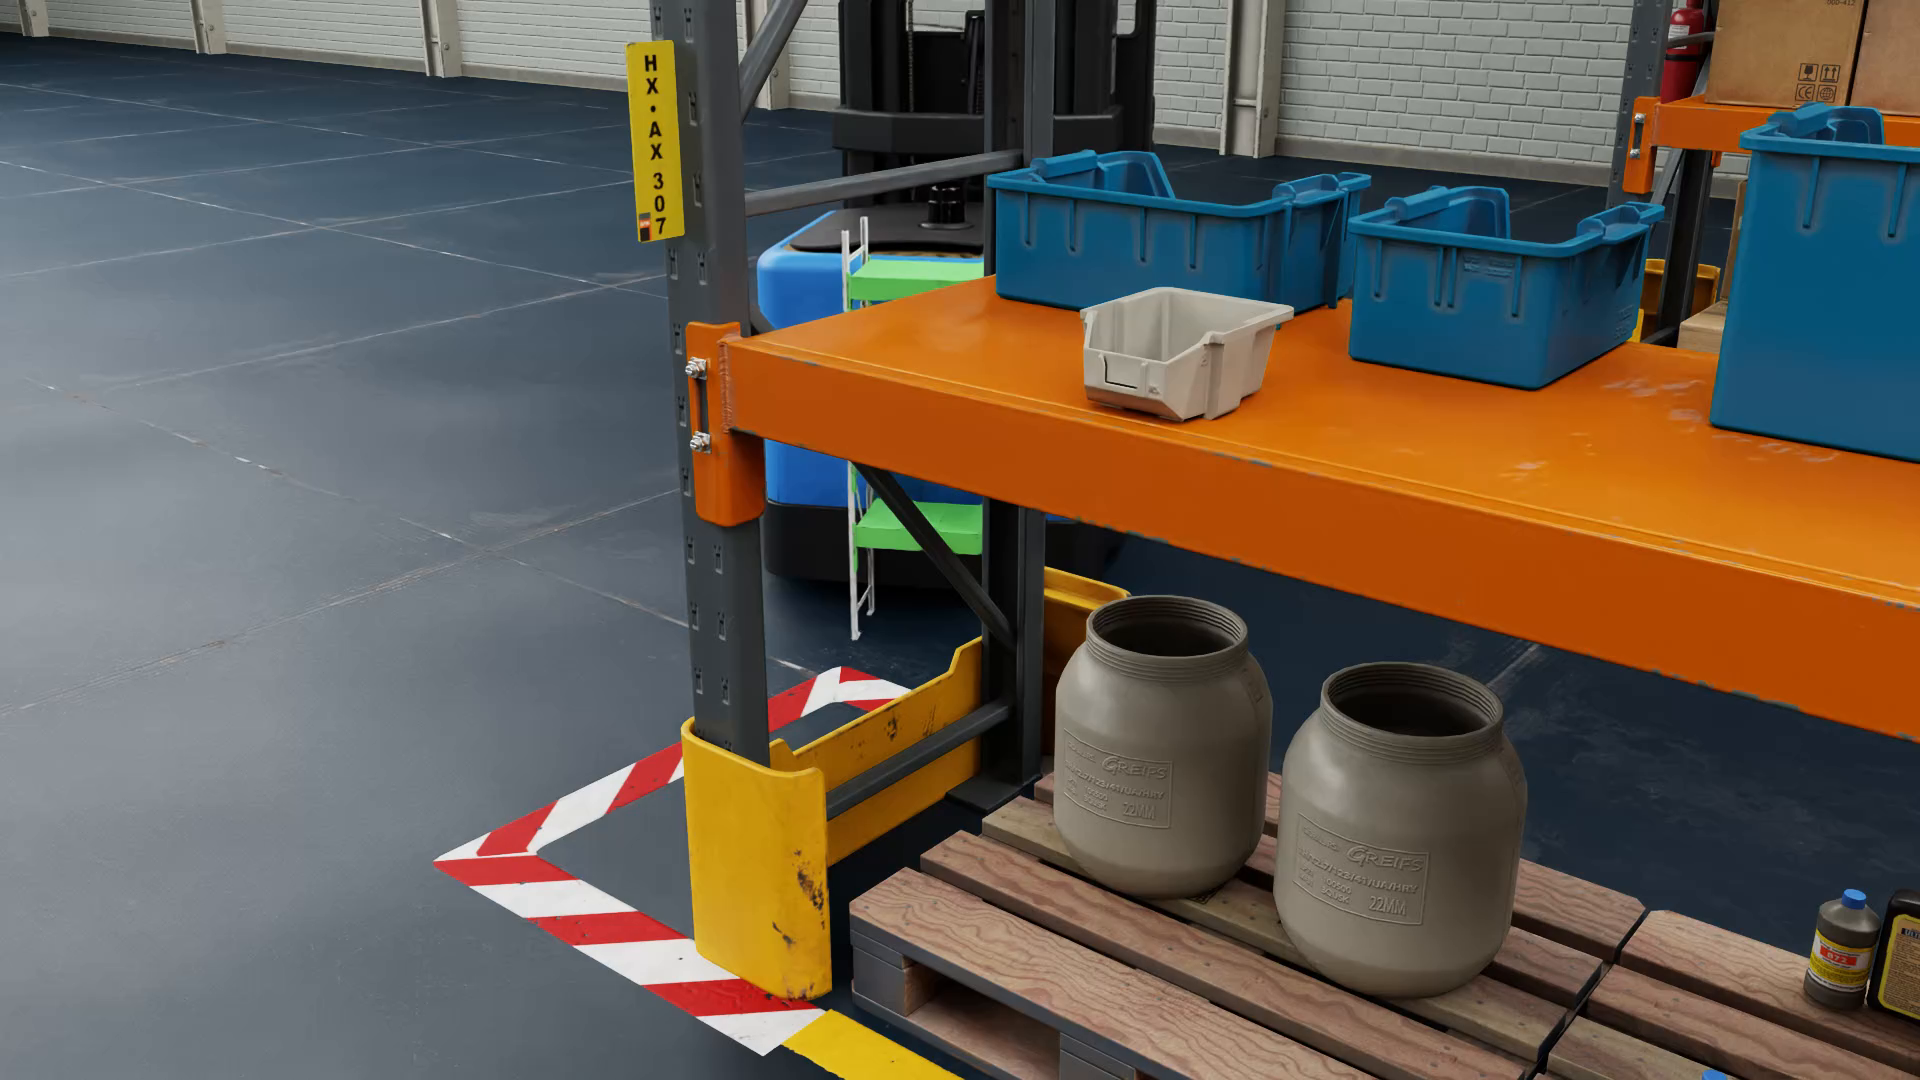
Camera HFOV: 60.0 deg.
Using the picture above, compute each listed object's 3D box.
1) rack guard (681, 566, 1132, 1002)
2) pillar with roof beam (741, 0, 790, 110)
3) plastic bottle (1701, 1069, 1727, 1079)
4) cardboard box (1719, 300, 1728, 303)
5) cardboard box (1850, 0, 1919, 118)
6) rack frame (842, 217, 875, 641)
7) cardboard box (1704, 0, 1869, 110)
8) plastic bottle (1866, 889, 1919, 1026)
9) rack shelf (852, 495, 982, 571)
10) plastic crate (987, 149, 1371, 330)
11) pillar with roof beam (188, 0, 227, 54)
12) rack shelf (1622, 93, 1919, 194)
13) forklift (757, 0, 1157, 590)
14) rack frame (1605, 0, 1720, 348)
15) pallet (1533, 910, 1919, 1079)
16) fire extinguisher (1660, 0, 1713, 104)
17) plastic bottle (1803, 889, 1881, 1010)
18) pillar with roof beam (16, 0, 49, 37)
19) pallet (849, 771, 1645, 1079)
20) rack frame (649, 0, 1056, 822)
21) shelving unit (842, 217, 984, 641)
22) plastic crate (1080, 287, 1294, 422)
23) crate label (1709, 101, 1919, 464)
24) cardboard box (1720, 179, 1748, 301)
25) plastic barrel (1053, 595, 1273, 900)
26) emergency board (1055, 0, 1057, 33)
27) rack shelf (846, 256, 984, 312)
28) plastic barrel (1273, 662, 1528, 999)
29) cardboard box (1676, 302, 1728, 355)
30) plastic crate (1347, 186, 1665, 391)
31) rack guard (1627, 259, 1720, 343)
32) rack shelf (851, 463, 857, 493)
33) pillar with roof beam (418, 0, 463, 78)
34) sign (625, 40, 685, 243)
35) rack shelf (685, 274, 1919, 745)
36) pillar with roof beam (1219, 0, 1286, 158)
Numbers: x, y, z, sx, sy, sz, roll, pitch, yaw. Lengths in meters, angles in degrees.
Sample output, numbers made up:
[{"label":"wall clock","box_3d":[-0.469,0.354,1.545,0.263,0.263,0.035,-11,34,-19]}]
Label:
[{"label":"rack guard","box_3d":[-0.073,0.484,3.677,0.348,0.500,1.175,16,26,36]},{"label":"pillar with roof beam","box_3d":[-4.827,-7.786,13.561,0.400,9.000,9.100,16,26,36]},{"label":"plastic bottle","box_3d":[1.046,0.871,2.352,0.097,0.271,0.097,0,21,0]},{"label":"cardboard box","box_3d":[3.576,-0.914,7.143,0.500,0.250,0.500,16,26,36]},{"label":"cardboard box","box_3d":[3.737,-1.866,6.225,0.500,0.500,0.700,17,26,38]},{"label":"rack frame","box_3d":[-0.289,-0.307,4.781,0.015,1.200,0.240,4,21,10]},{"label":"cardboard box","box_3d":[3.327,-1.982,6.532,0.500,0.500,0.700,16,26,36]},{"label":"plastic bottle","box_3d":[1.641,0.686,2.823,0.133,0.283,0.061,17,26,38]},{"label":"rack shelf","box_3d":[-0.049,-0.007,4.847,0.480,0.148,0.258,4,21,10]},{"label":"plastic crate","box_3d":[0.416,-0.590,3.193,0.616,0.251,0.499,16,26,36]},{"label":"pillar with roof beam","box_3d":[-14.123,-10.463,20.661,0.400,9.000,9.100,16,26,36]},{"label":"rack shelf","box_3d":[4.523,-1.260,5.779,4.000,0.370,1.077,16,26,36]},{"label":"forklift","box_3d":[0.171,-1.682,5.975,1.130,2.935,3.031,4,21,10]},{"label":"rack frame","box_3d":[2.974,-2.043,6.835,0.127,3.000,1.000,16,26,36]},{"label":"pallet","box_3d":[1.494,1.074,2.521,1.213,0.211,1.003,16,26,36]},{"label":"fire extinguisher","box_3d":[3.176,-2.160,7.255,0.183,0.674,0.296,16,26,36]},{"label":"plastic bottle","box_3d":[1.539,0.704,2.894,0.097,0.201,0.097,0,21,0]},{"label":"pillar with roof beam","box_3d":[-18.772,-11.802,24.211,0.400,9.000,9.100,16,26,36]},{"label":"pallet","box_3d":[0.553,0.802,3.243,1.213,0.211,1.003,16,26,36]},{"label":"rack frame","box_3d":[-0.161,-0.690,3.246,0.127,3.000,1.000,16,26,36]},{"label":"shelving unit","box_3d":[-0.049,-0.291,4.739,0.503,1.200,0.258,4,21,10]},{"label":"plastic crate","box_3d":[0.329,-0.279,2.530,0.250,0.136,0.298,16,26,36]},{"label":"crate label","box_3d":[1.436,-0.370,2.347,0.616,0.435,0.502,16,26,36]},{"label":"cardboard box","box_3d":[3.577,-1.266,7.012,0.500,0.500,0.500,16,26,36]},{"label":"plastic barrel","box_3d":[0.397,0.404,3.277,0.421,0.512,0.421,0,21,0]},{"label":"emergency board","box_3d":[0.653,-5.379,15.680,0.643,1.169,0.194,16,26,36]},{"label":"rack shelf","box_3d":[-0.049,-0.680,4.593,0.480,0.148,0.258,4,21,10]},{"label":"plastic barrel","box_3d":[0.785,0.515,2.981,0.421,0.512,0.421,0,21,0]},{"label":"cardboard box","box_3d":[3.248,-0.773,6.767,0.500,0.250,0.500,16,26,36]},{"label":"plastic crate","box_3d":[0.915,-0.444,2.805,0.408,0.251,0.499,16,26,36]},{"label":"rack guard","box_3d":[2.955,-0.879,7.290,0.348,0.500,1.175,16,26,36]},{"label":"rack shelf","box_3d":[-0.049,-0.231,4.762,0.480,0.148,0.258,4,21,10]},{"label":"pillar with roof beam","box_3d":[-9.475,-9.124,17.111,0.400,9.000,9.100,16,26,36]},{"label":"sign","box_3d":[-0.512,-0.670,2.801,0.005,0.325,0.100,16,26,36]},{"label":"rack shelf","box_3d":[1.388,0.093,2.190,4.000,0.370,1.077,16,26,36]},{"label":"pillar with roof beam","box_3d":[-0.178,-6.447,10.011,0.400,9.000,9.100,16,26,36]}]
